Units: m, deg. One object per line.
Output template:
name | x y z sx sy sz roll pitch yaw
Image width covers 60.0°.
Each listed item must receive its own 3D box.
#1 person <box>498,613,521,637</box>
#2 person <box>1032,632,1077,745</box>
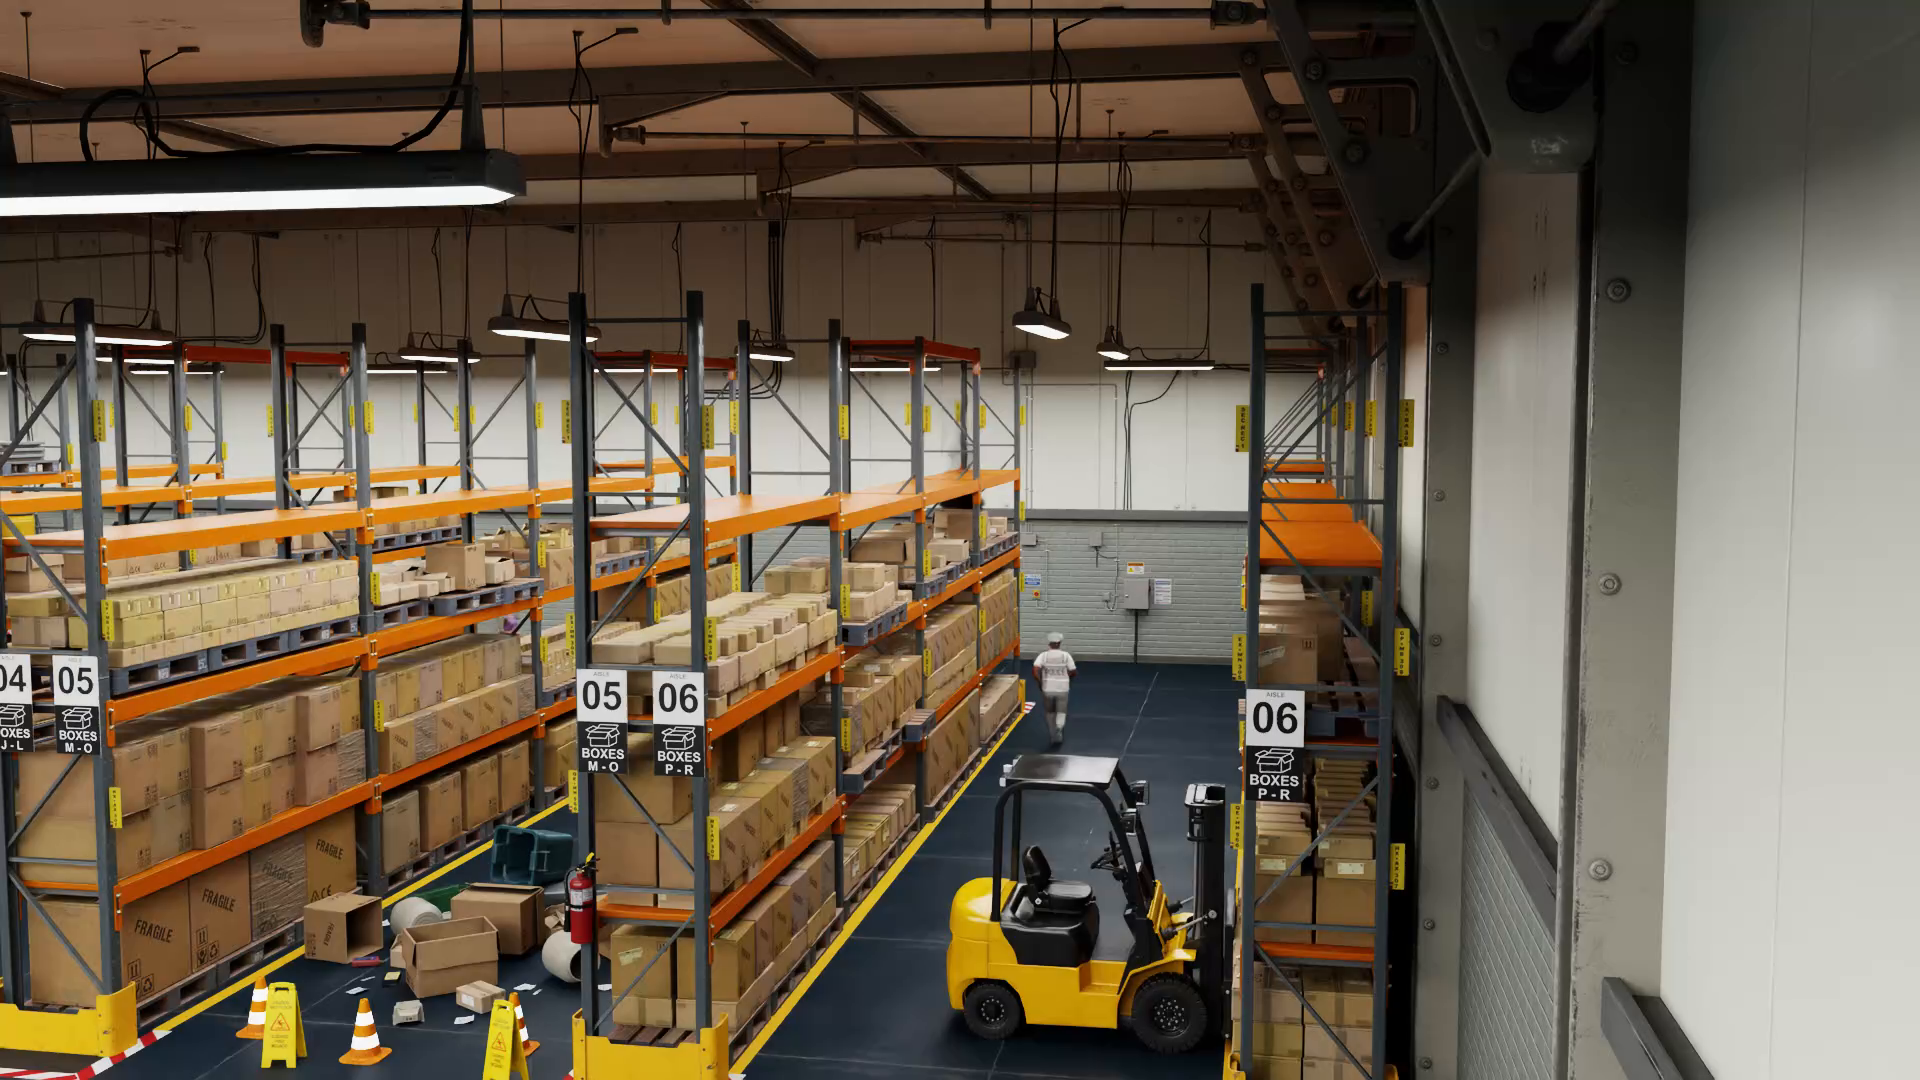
person | -8.377 1.903 30.803 0.755 1.604 0.549 3 5 29
person | 1.428 2.293 25.151 0.672 1.790 0.814 0 5 6
